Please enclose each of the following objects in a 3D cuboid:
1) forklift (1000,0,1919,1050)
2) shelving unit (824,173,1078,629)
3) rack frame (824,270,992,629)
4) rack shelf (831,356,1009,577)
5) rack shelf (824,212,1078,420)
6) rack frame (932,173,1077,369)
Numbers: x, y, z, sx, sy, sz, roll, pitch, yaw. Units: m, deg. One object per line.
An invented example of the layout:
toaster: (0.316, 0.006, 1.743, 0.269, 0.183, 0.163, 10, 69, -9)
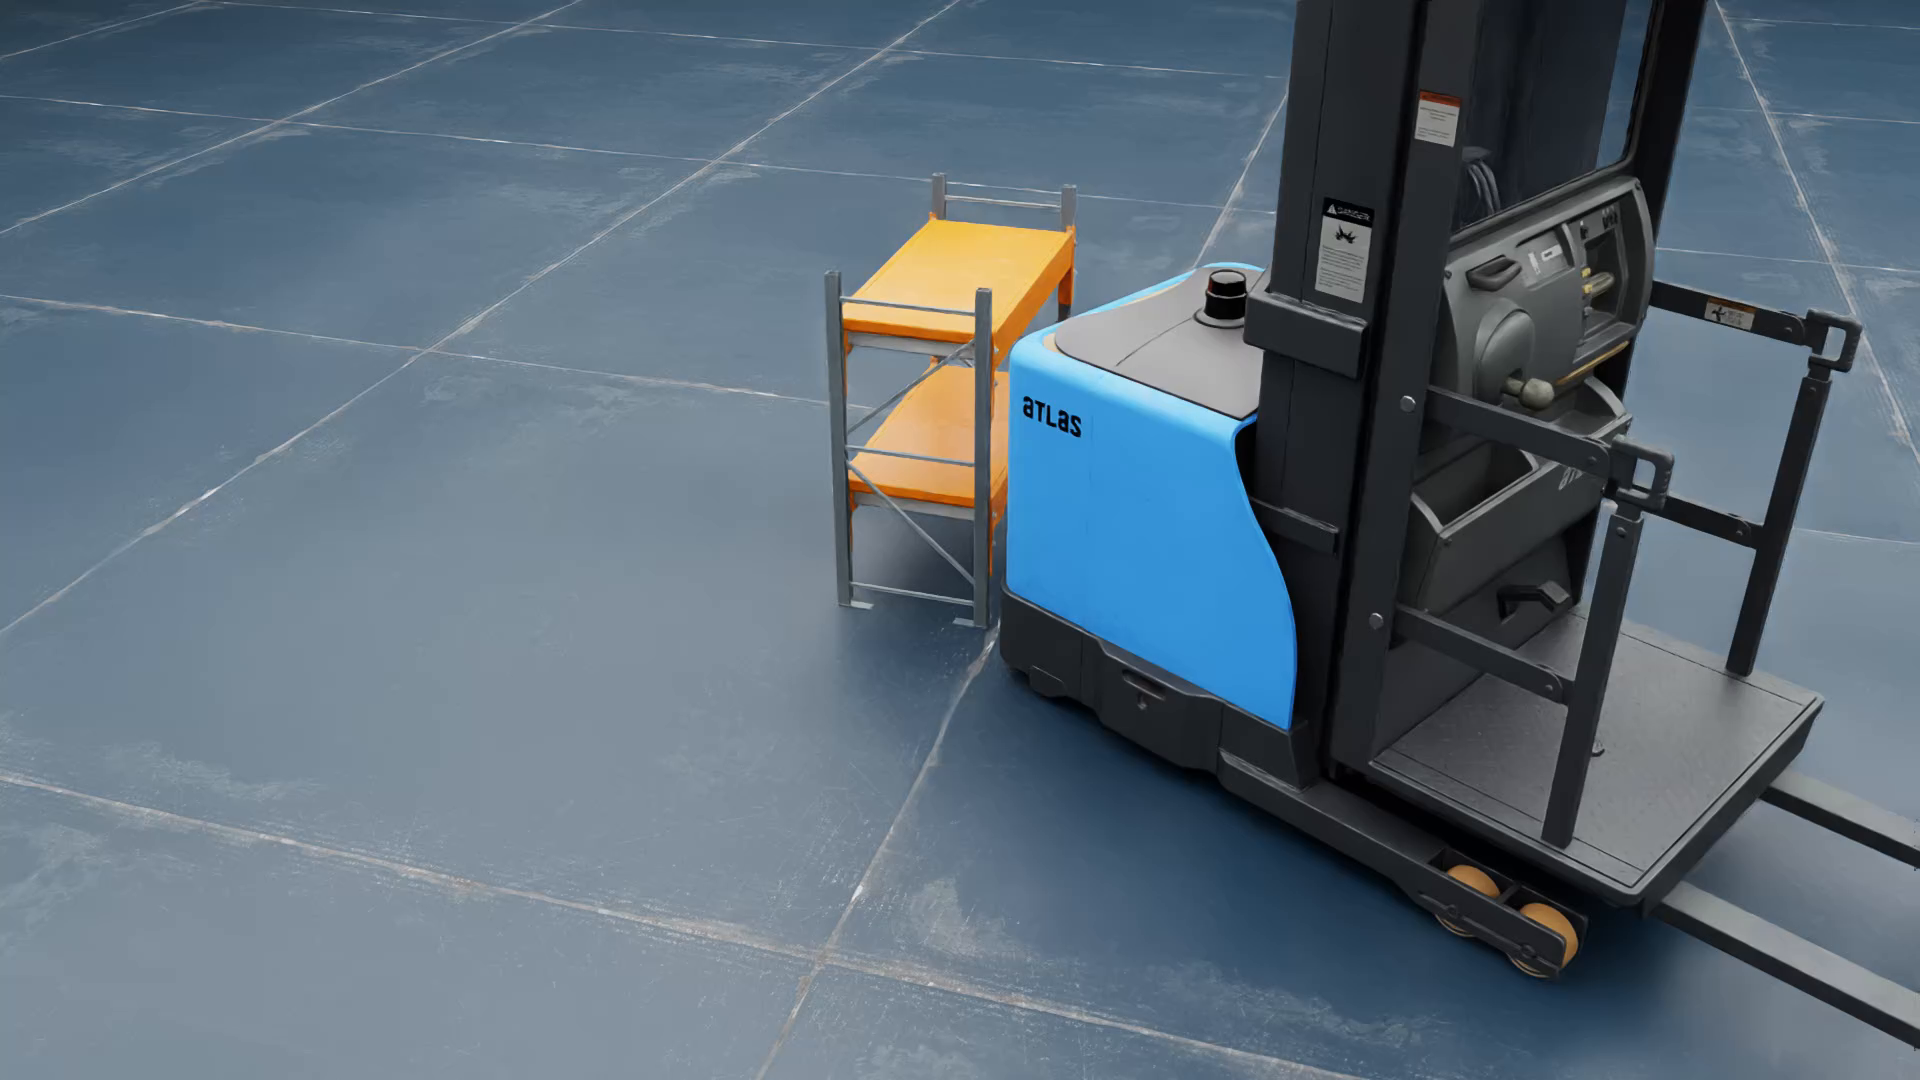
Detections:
forklift: (1.515, -0.541, 3.708, 1.130, 2.935, 3.031, -26, 38, -38)
shelving unit: (-0.002, -0.488, 5.471, 0.538, 1.125, 1.048, 8, 30, 15)
rack frame: (-0.151, -0.252, 5.046, 0.500, 1.125, 0.032, 8, 30, 15)
rack shelf: (-0.002, -0.275, 5.590, 0.538, 0.278, 1.000, 8, 30, 15)
rack shelf: (-0.002, -0.744, 5.329, 0.538, 0.278, 1.000, 8, 30, 15)
rack frame: (0.147, -0.725, 5.896, 0.500, 1.125, 0.032, 8, 30, 15)
